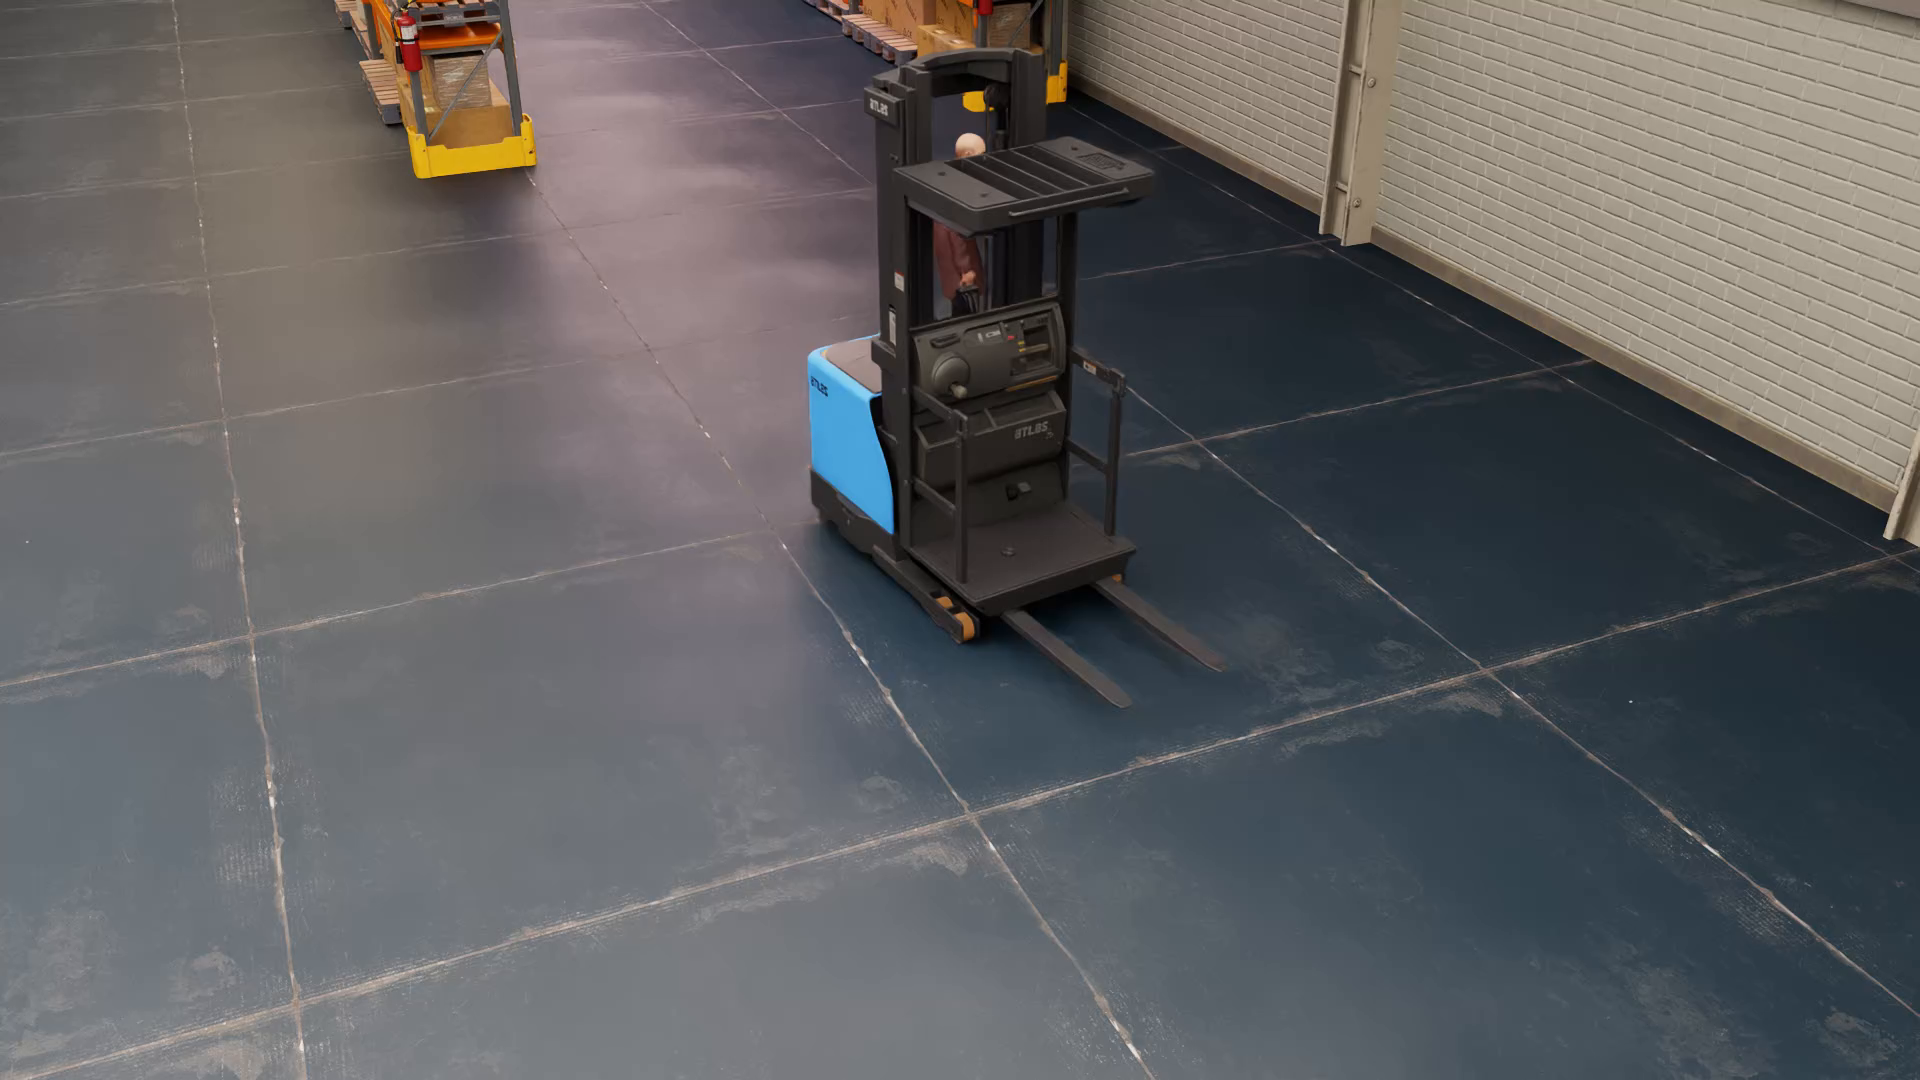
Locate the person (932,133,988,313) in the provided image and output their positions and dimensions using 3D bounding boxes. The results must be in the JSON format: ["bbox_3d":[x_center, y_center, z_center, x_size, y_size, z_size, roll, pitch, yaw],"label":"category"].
[{"bbox_3d":[0.021,-1.995,11.776,0.431,1.772,0.647,-1,30,-2],"label":"person"}]

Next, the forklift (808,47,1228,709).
[{"bbox_3d":[0.284,-0.976,8.826,1.130,2.935,3.031,-17,34,-27],"label":"forklift"}]
